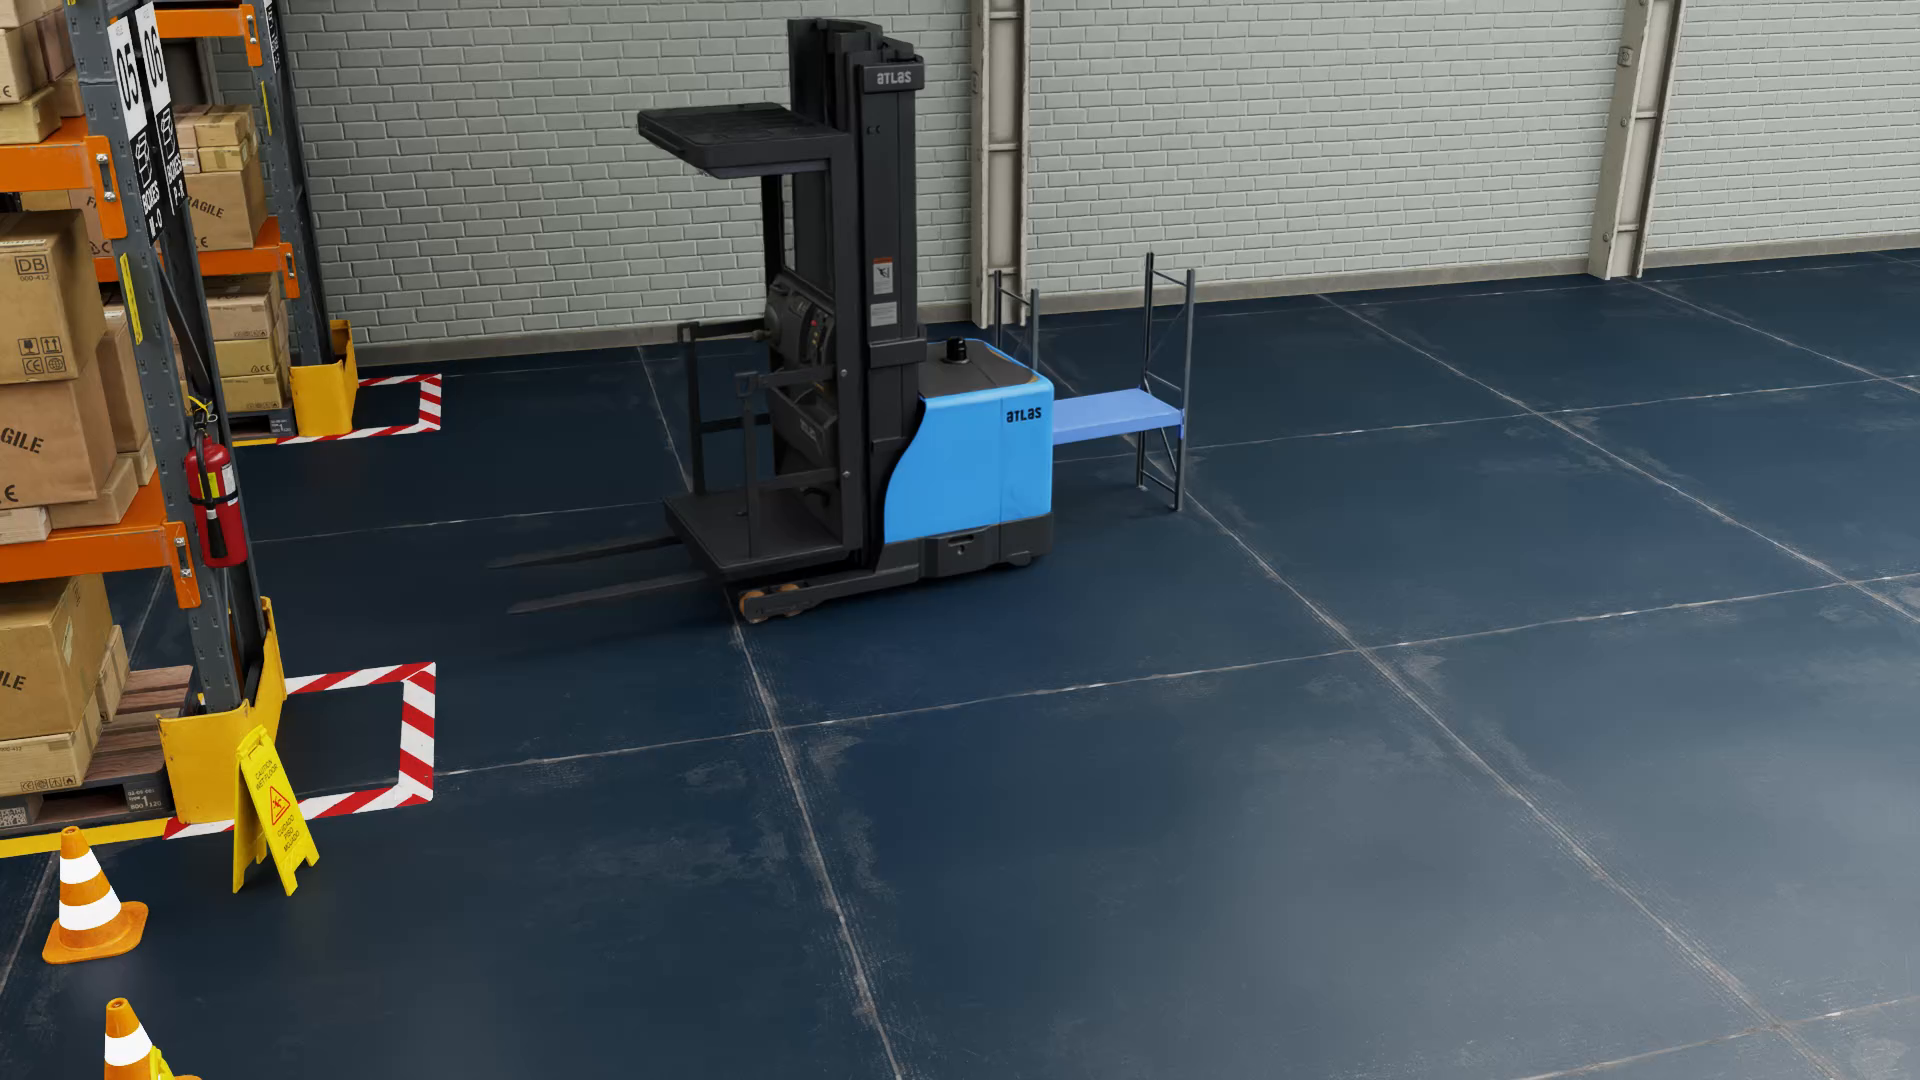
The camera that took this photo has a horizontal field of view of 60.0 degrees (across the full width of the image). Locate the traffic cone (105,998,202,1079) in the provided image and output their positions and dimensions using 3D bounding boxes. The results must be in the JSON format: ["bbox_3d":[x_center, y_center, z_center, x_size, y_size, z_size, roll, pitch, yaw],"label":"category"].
[{"bbox_3d":[-2.635,1.660,5.294,0.334,0.463,0.336,-6,24,-14],"label":"traffic cone"}]

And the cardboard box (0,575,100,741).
[{"bbox_3d":[-3.897,0.484,6.822,0.500,0.500,0.500,-6,24,-14],"label":"cardboard box"}]

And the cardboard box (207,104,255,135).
[{"bbox_3d":[-4.922,-2.837,11.230,0.250,0.149,0.380,-7,24,-15],"label":"cardboard box"}]

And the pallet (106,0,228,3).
[{"bbox_3d":[-5.228,-3.583,10.604,1.213,0.211,1.003,-6,24,-14],"label":"pallet"}]

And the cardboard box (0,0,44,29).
[{"bbox_3d":[-3.442,-1.908,5.896,0.250,0.149,0.380,-6,24,-14],"label":"cardboard box"}]

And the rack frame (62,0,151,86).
[{"bbox_3d":[-3.196,-3.183,5.757,0.127,3.000,1.000,-6,24,-14],"label":"rack frame"}]

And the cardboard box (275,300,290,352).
[{"bbox_3d":[-5.049,-1.499,11.759,0.500,0.250,0.500,-6,24,-13],"label":"cardboard box"}]

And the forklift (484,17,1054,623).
[{"bbox_3d":[-1.031,-1.148,8.709,3.031,2.935,1.130,-10,25,-23],"label":"forklift"}]

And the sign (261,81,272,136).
[{"bbox_3d":[-4.407,-2.744,10.572,0.005,0.325,0.100,-6,24,-14],"label":"sign"}]

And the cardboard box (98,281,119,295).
[{"bbox_3d":[-6.019,-1.616,11.399,0.500,0.250,0.500,-6,24,-15],"label":"cardboard box"}]

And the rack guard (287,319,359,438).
[{"bbox_3d":[-4.518,-1.164,11.830,0.348,0.500,1.175,-6,24,-14],"label":"rack guard"}]

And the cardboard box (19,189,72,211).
[{"bbox_3d":[-5.939,-2.098,10.709,0.500,0.500,0.500,-7,24,-15],"label":"cardboard box"}]

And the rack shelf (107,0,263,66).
[{"bbox_3d":[-6.466,-3.145,10.385,4.000,0.370,1.077,-6,24,-14],"label":"rack shelf"}]

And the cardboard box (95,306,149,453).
[{"bbox_3d":[-3.727,-0.664,6.989,0.500,0.500,0.500,-7,24,-15],"label":"cardboard box"}]

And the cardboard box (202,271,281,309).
[{"bbox_3d":[-5.055,-1.720,11.641,0.500,0.250,0.500,-7,24,-15],"label":"cardboard box"}]

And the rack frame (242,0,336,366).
[{"bbox_3d":[-4.541,-2.311,11.331,0.127,3.000,1.000,-6,24,-14],"label":"rack frame"}]

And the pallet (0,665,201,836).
[{"bbox_3d":[-4.061,0.936,7.301,1.213,0.211,1.003,-6,24,-14],"label":"pallet"}]

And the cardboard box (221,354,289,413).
[{"bbox_3d":[-4.908,-1.070,11.394,0.500,0.250,0.500,-6,24,-14],"label":"cardboard box"}]

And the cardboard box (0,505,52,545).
[{"bbox_3d":[-3.713,-0.121,6.546,0.250,0.149,0.380,-7,24,-15],"label":"cardboard box"}]

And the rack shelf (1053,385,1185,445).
[{"bbox_3d":[0.776,-0.700,9.936,1.000,0.185,0.538,-10,25,-23],"label":"rack shelf"}]

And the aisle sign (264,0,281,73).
[{"bbox_3d":[-4.398,-3.401,10.575,0.004,0.787,0.394,-6,24,-14],"label":"aisle sign"}]

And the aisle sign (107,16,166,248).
[{"bbox_3d":[-3.058,-1.518,6.186,0.004,0.787,0.394,-6,24,-14],"label":"aisle sign"}]

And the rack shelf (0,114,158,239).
[{"bbox_3d":[-5.122,-1.261,5.994,4.000,0.370,1.077,-6,24,-14],"label":"rack shelf"}]

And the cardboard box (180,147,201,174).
[{"bbox_3d":[-5.037,-2.473,10.760,0.250,0.149,0.380,-6,24,-14],"label":"cardboard box"}]

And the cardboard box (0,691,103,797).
[{"bbox_3d":[-3.925,0.835,6.955,0.500,0.250,0.500,-6,24,-15],"label":"cardboard box"}]

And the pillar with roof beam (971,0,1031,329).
[{"bbox_3d":[1.485,-4.340,8.453,0.400,9.000,9.100,-6,24,-14],"label":"pillar with roof beam"}]

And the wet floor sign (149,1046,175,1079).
[{"bbox_3d":[-2.269,1.769,4.809,0.232,0.644,0.267,-11,25,-23],"label":"wet floor sign"}]

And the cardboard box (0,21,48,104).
[{"bbox_3d":[-3.616,-1.716,5.954,0.500,0.250,0.500,-7,24,-15],"label":"cardboard box"}]

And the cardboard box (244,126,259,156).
[{"bbox_3d":[-4.937,-2.717,11.329,0.250,0.149,0.380,-7,24,-16],"label":"cardboard box"}]

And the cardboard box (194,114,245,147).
[{"bbox_3d":[-4.829,-2.673,10.849,0.250,0.149,0.380,-6,24,-14],"label":"cardboard box"}]

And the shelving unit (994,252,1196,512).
[{"bbox_3d":[0.776,-0.865,9.865,1.048,1.500,0.538,-10,25,-23],"label":"shelving unit"}]

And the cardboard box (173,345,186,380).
[{"bbox_3d":[-5.411,-1.250,11.179,0.500,0.250,0.500,-7,24,-15],"label":"cardboard box"}]

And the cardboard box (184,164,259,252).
[{"bbox_3d":[-4.944,-2.204,10.957,0.500,0.500,0.500,-7,24,-16],"label":"cardboard box"}]

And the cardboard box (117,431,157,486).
[{"bbox_3d":[-3.579,-0.353,7.088,0.250,0.149,0.380,-6,24,-14],"label":"cardboard box"}]

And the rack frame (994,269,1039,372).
[{"bbox_3d":[0.316,-0.780,9.666,0.032,1.500,0.500,-10,25,-23],"label":"rack frame"}]

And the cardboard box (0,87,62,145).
[{"bbox_3d":[-3.464,-1.545,6.062,0.250,0.149,0.380,-6,24,-14],"label":"cardboard box"}]

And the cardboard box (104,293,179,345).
[{"bbox_3d":[-5.390,-1.475,11.071,0.500,0.250,0.500,-6,24,-13],"label":"cardboard box"}]
